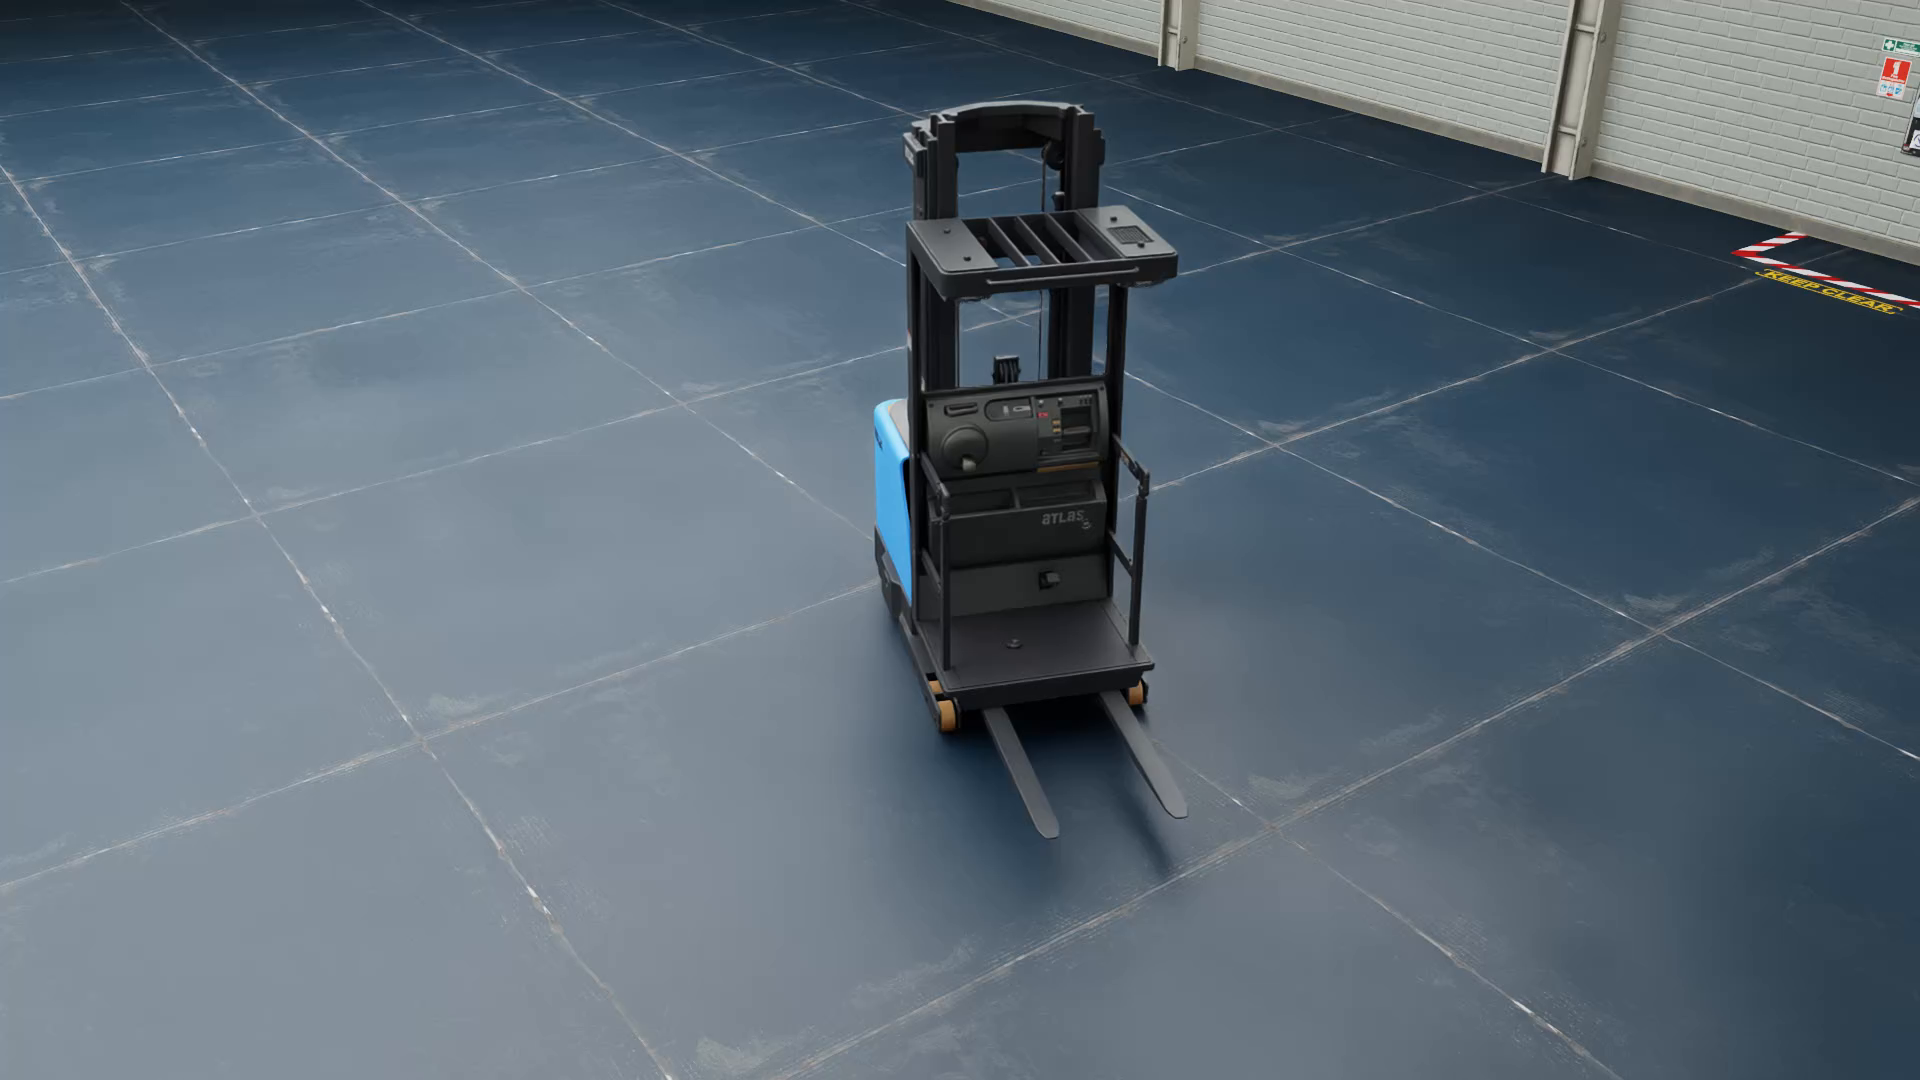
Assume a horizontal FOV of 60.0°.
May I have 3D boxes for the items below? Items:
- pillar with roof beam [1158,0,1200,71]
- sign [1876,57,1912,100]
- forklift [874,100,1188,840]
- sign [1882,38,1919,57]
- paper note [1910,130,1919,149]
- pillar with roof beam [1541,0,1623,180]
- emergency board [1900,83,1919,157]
[{"bbox_3d":[-0.701,-8.899,17.206,9.100,9.000,0.400,-19,34,-31],"label":"pillar with roof beam"},{"bbox_3d":[8.127,-4.019,14.471,0.001,0.329,0.234,-19,34,-31],"label":"sign"},{"bbox_3d":[0.344,-0.511,8.120,1.130,2.935,3.031,-7,29,-12],"label":"forklift"},{"bbox_3d":[8.123,-4.248,14.336,0.001,0.109,0.331,-19,34,-31],"label":"sign"},{"bbox_3d":[8.318,-3.461,14.403,0.016,0.148,0.142,-19,34,-31],"label":"paper note"},{"bbox_3d":[2.779,-6.566,12.911,9.100,9.000,0.400,-19,34,-31],"label":"pillar with roof beam"},{"bbox_3d":[8.374,-3.769,14.046,0.157,1.169,0.626,-19,34,-31],"label":"emergency board"}]
